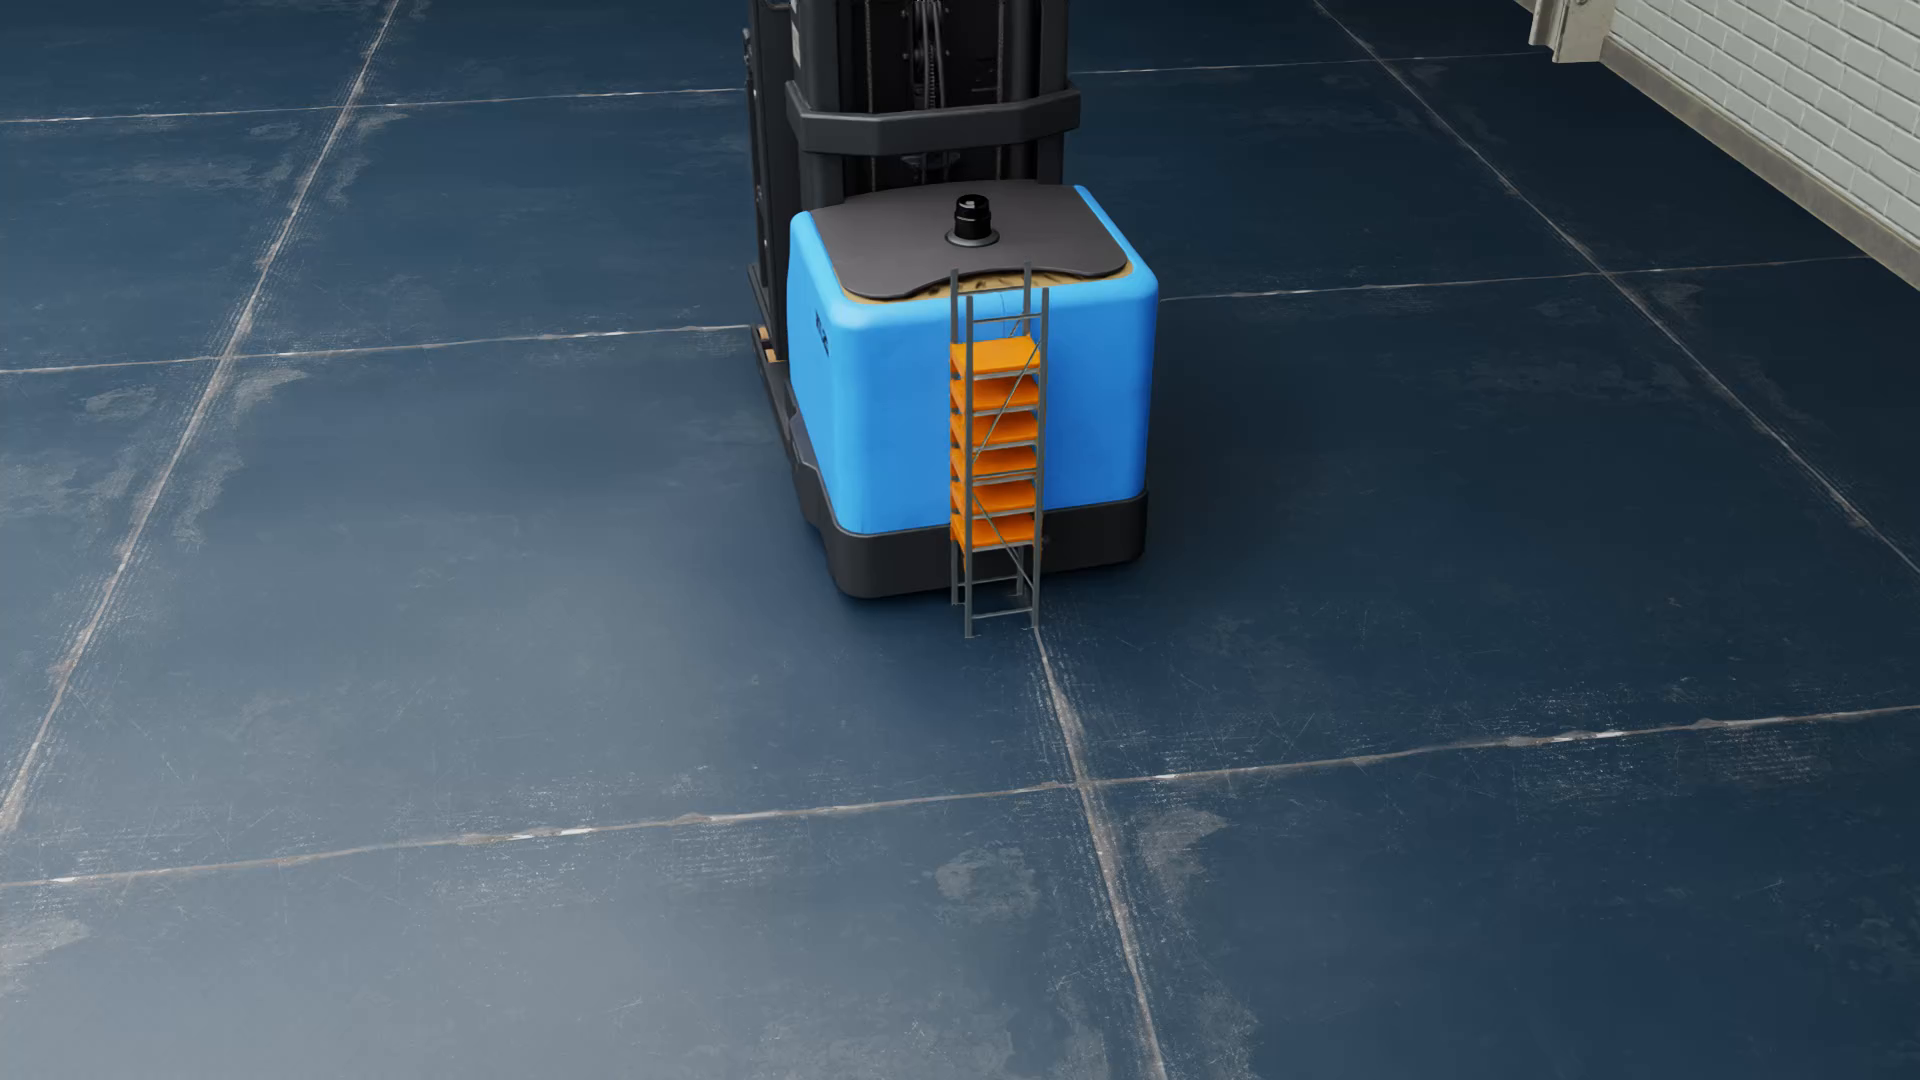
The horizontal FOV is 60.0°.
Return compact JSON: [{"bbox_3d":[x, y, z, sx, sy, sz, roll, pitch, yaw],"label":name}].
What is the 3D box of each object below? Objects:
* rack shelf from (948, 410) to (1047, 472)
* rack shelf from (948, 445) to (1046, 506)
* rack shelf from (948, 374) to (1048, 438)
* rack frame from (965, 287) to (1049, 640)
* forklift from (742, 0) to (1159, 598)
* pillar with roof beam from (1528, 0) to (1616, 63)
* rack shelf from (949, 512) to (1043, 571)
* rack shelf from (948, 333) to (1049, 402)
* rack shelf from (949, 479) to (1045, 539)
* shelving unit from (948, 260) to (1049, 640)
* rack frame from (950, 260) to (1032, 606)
[{"bbox_3d":[0.111,-0.308,5.003,0.258,0.103,0.180,-8,35,-11],"label":"rack shelf"},{"bbox_3d":[0.111,-0.209,5.071,0.258,0.103,0.180,-8,35,-11],"label":"rack shelf"},{"bbox_3d":[0.111,-0.408,4.935,0.258,0.103,0.180,-8,35,-11],"label":"rack shelf"},{"bbox_3d":[0.133,-0.196,4.972,0.240,1.200,0.006,-8,35,-11],"label":"rack frame"},{"bbox_3d":[-0.227,-1.850,5.861,1.130,2.935,3.031,-8,35,-11],"label":"forklift"},{"bbox_3d":[-0.584,-6.362,7.095,9.100,9.000,0.400,-4,35,-6],"label":"pillar with roof beam"},{"bbox_3d":[0.111,-0.011,5.206,0.258,0.103,0.180,-8,35,-11],"label":"rack shelf"},{"bbox_3d":[0.111,-0.507,4.868,0.258,0.103,0.180,-8,35,-11],"label":"rack shelf"},{"bbox_3d":[0.111,-0.110,5.138,0.258,0.103,0.180,-8,35,-11],"label":"rack shelf"},{"bbox_3d":[0.111,-0.246,5.046,0.258,1.200,0.189,-8,35,-11],"label":"shelving unit"},{"bbox_3d":[0.089,-0.296,5.119,0.240,1.200,0.006,-8,35,-11],"label":"rack frame"}]
